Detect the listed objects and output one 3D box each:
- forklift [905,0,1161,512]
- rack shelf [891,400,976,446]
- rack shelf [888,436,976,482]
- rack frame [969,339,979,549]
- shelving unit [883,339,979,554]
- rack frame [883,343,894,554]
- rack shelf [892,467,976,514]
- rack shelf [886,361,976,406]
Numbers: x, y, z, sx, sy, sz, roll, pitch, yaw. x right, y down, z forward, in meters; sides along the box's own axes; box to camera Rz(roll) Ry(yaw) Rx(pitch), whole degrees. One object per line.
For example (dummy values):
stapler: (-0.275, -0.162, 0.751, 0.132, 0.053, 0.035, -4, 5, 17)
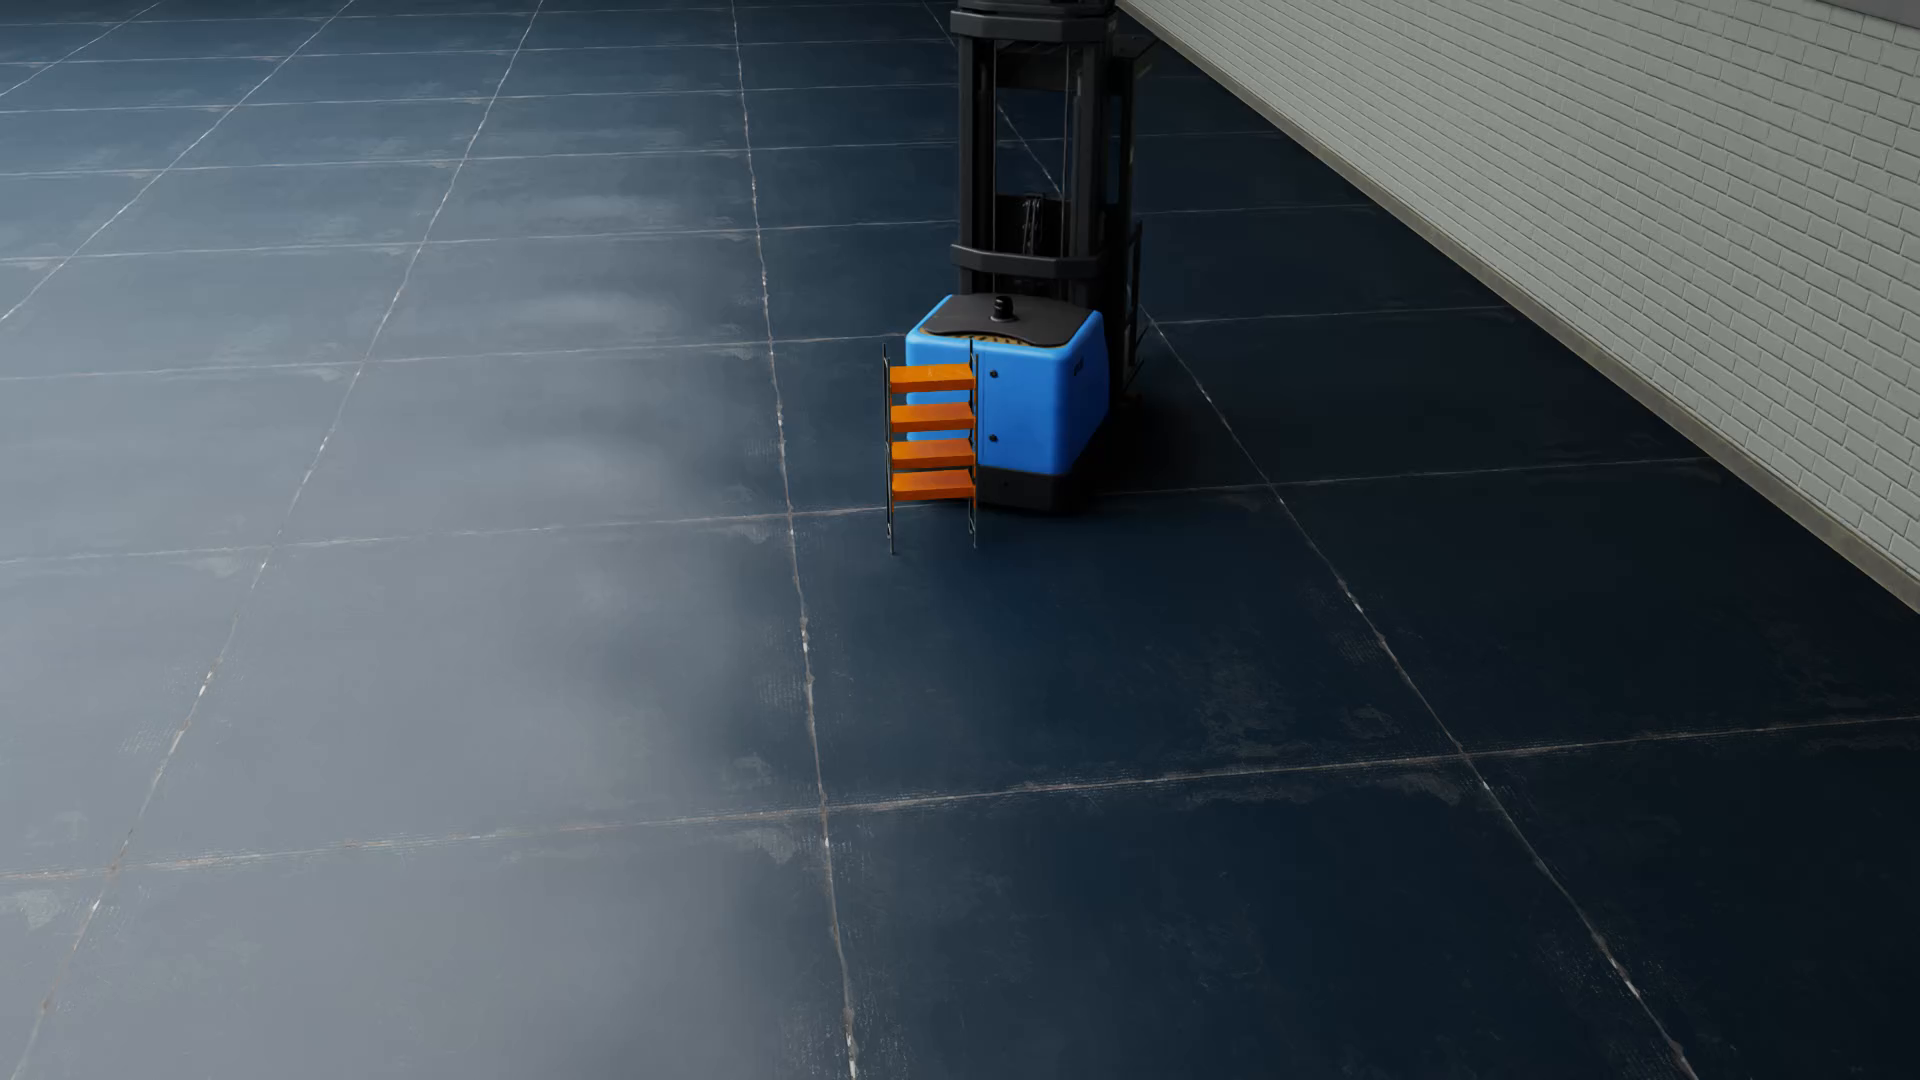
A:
forklift: (0.609, -2.124, 10.679, 1.130, 2.935, 3.031, 9, 28, 16)
rack shelf: (-0.164, -0.662, 9.384, 0.480, 0.148, 0.258, -4, 27, -7)
rack shelf: (-0.164, -0.463, 9.486, 0.480, 0.148, 0.258, -4, 27, -7)
rack frame: (0.078, -0.539, 9.486, 0.015, 1.200, 0.240, -4, 27, -7)
shelving unit: (-0.164, -0.523, 9.456, 0.503, 1.200, 0.258, -4, 27, -7)
rack frame: (-0.406, -0.508, 9.425, 0.015, 1.200, 0.240, -4, 27, -7)
rack shelf: (-0.164, -0.287, 9.577, 0.480, 0.148, 0.258, -4, 27, -7)
rack shelf: (-0.164, -0.873, 9.276, 0.480, 0.148, 0.258, -4, 27, -7)
